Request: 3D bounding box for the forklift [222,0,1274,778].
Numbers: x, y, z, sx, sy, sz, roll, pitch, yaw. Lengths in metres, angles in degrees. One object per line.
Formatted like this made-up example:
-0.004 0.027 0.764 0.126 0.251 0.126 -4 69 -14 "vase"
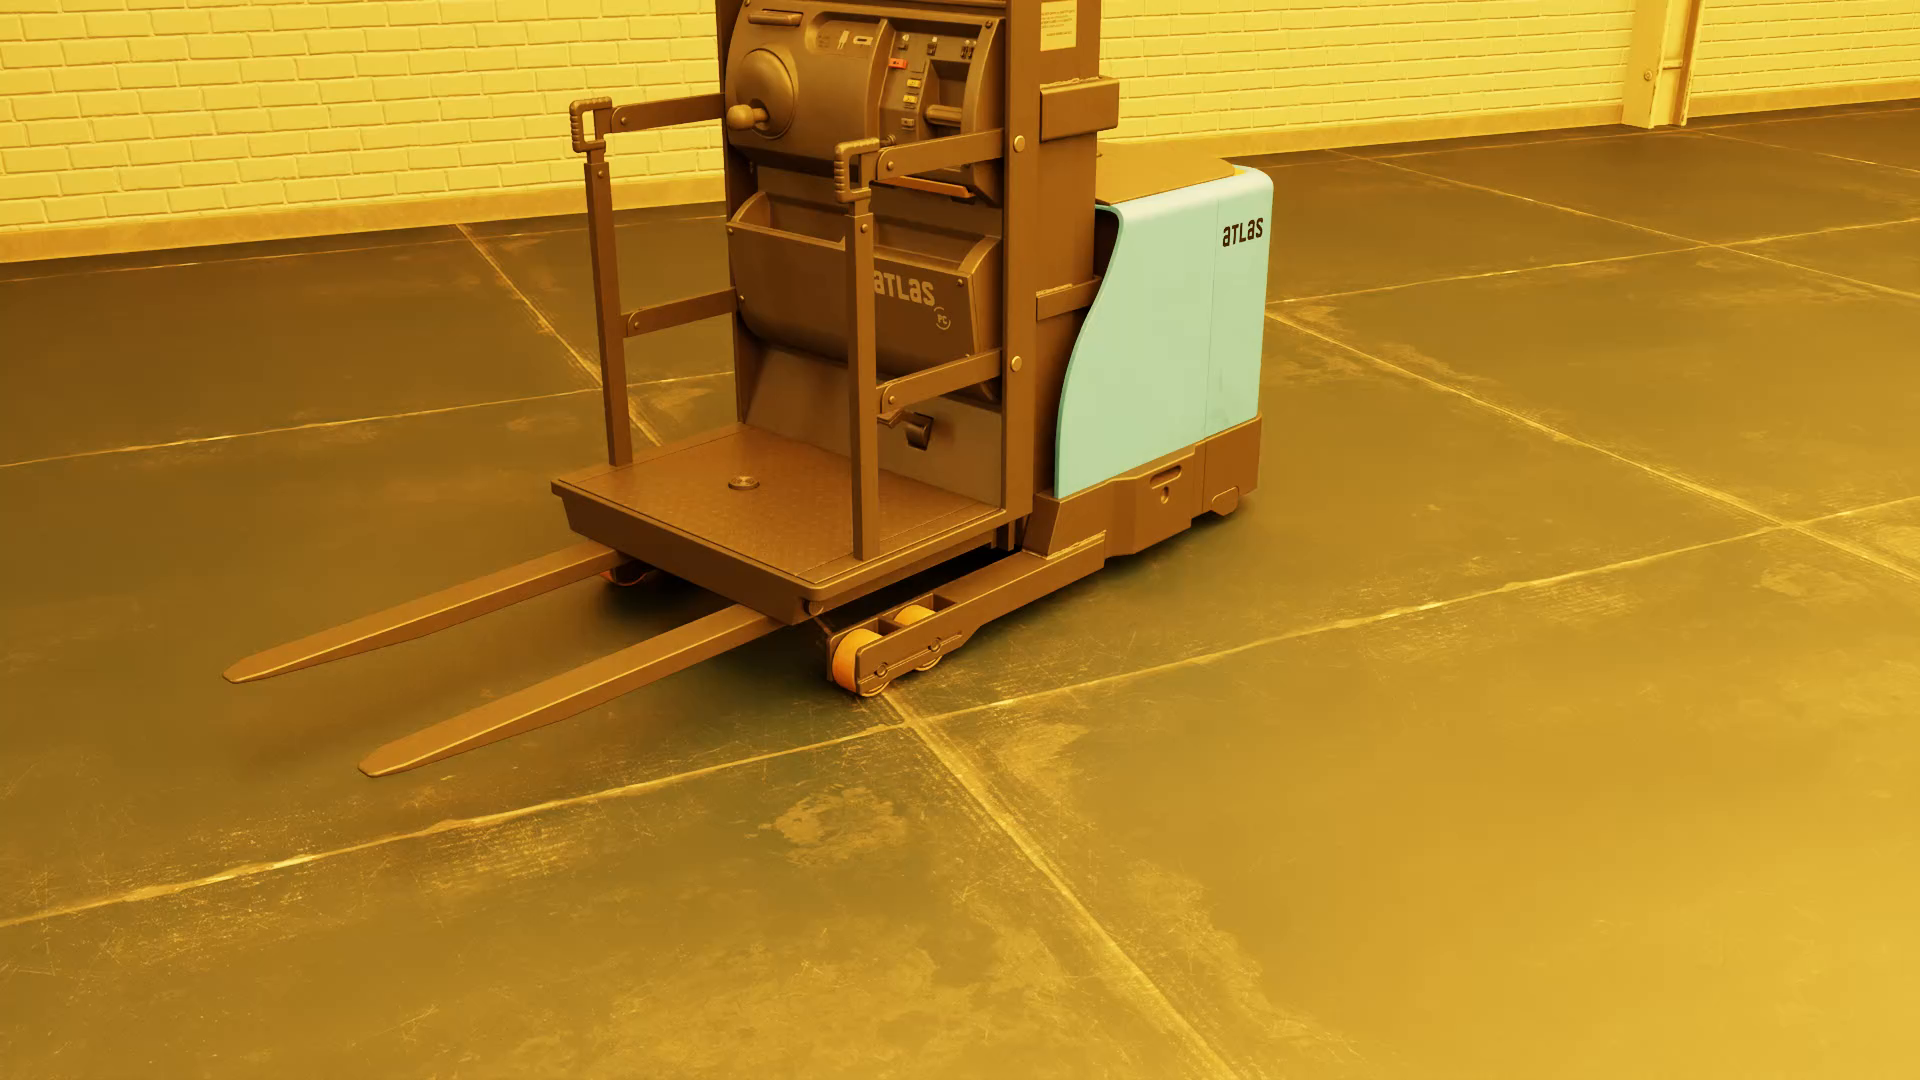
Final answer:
-0.413 -1.182 4.131 1.130 2.935 3.031 19 29 39 "forklift"
